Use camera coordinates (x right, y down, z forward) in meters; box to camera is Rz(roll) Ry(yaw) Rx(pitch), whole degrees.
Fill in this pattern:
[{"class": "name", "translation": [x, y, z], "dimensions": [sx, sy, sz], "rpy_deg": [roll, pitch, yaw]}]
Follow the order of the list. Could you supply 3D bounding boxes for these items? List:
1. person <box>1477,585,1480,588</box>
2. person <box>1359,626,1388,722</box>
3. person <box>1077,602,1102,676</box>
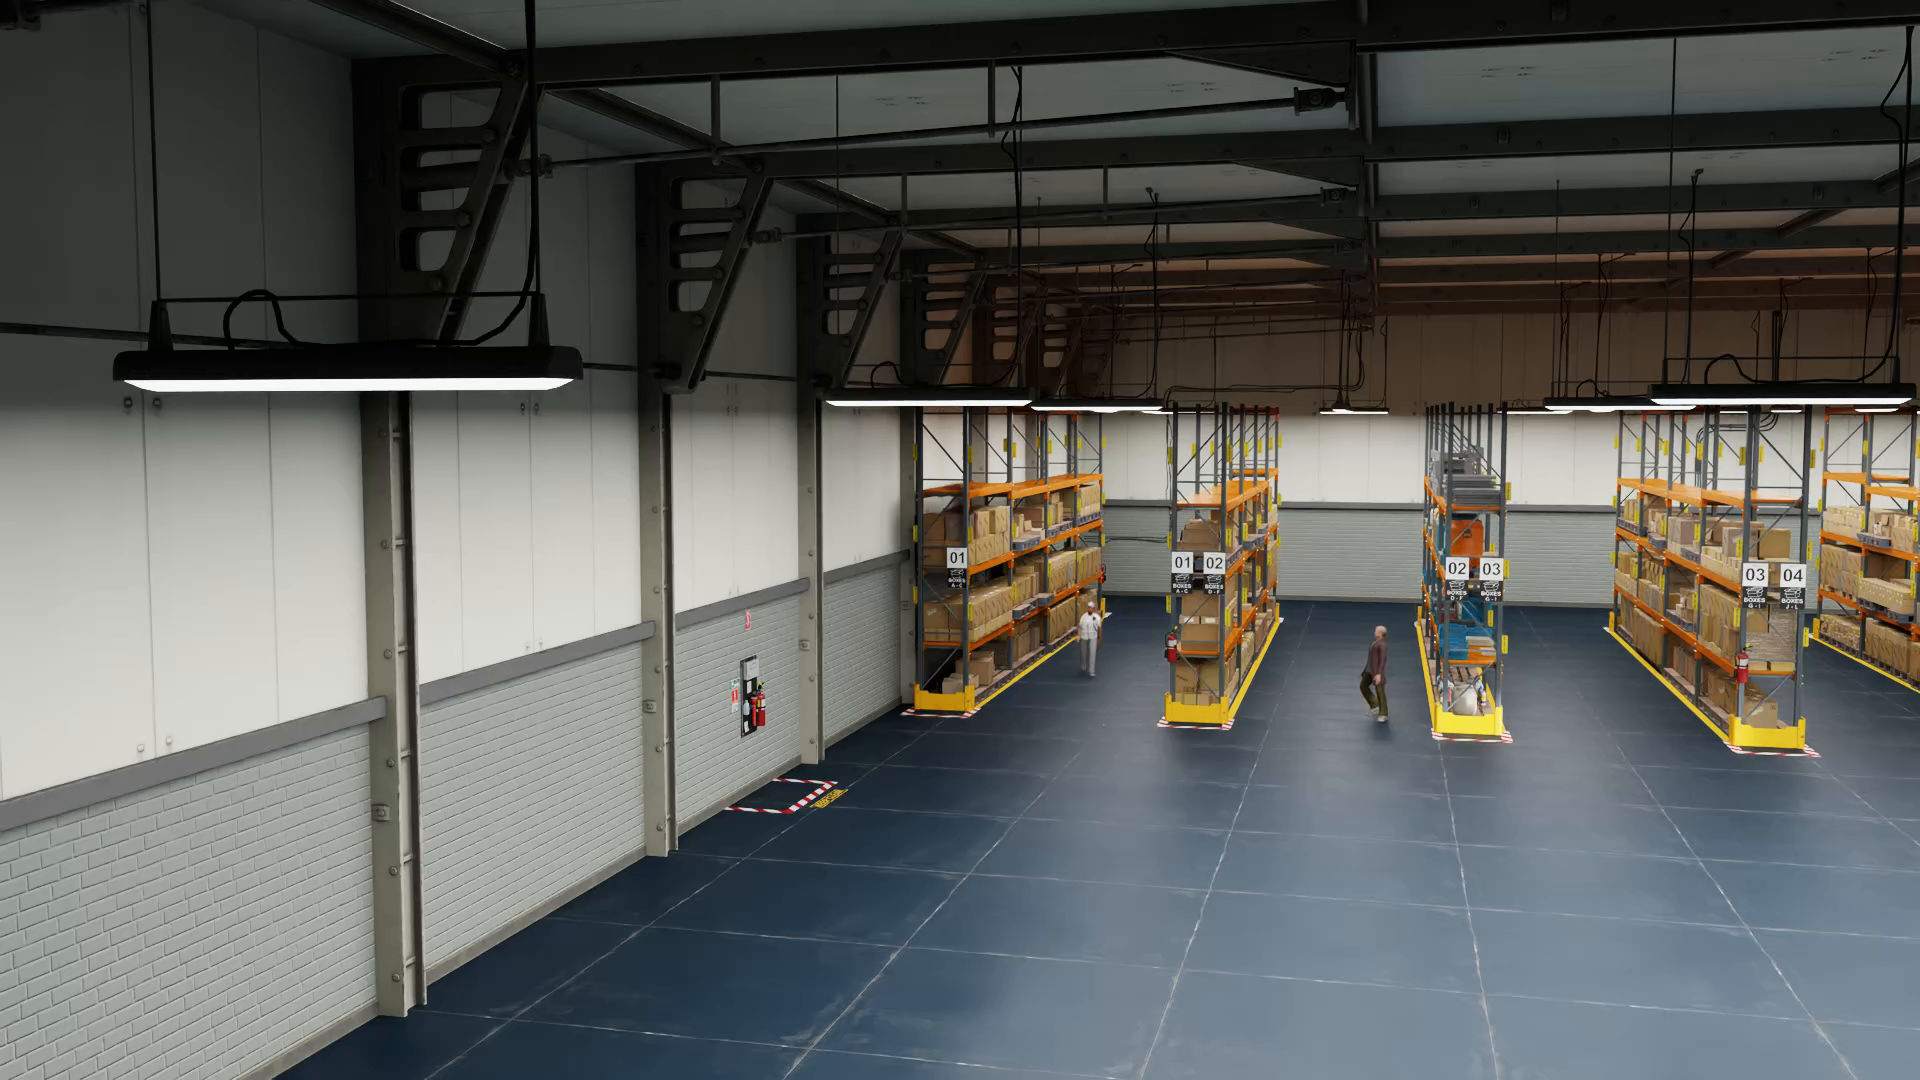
[{"class": "person", "translation": [14.917, 1.427, 47.080], "dimensions": [0.605, 1.848, 0.822], "rpy_deg": [1, 4, 10]}, {"class": "person", "translation": [7.873, 2.524, 31.431], "dimensions": [0.466, 1.736, 0.711], "rpy_deg": [-1, 4, -17]}, {"class": "person", "translation": [2.876, 2.190, 36.940], "dimensions": [0.549, 1.614, 0.949], "rpy_deg": [0, 4, 3]}]
